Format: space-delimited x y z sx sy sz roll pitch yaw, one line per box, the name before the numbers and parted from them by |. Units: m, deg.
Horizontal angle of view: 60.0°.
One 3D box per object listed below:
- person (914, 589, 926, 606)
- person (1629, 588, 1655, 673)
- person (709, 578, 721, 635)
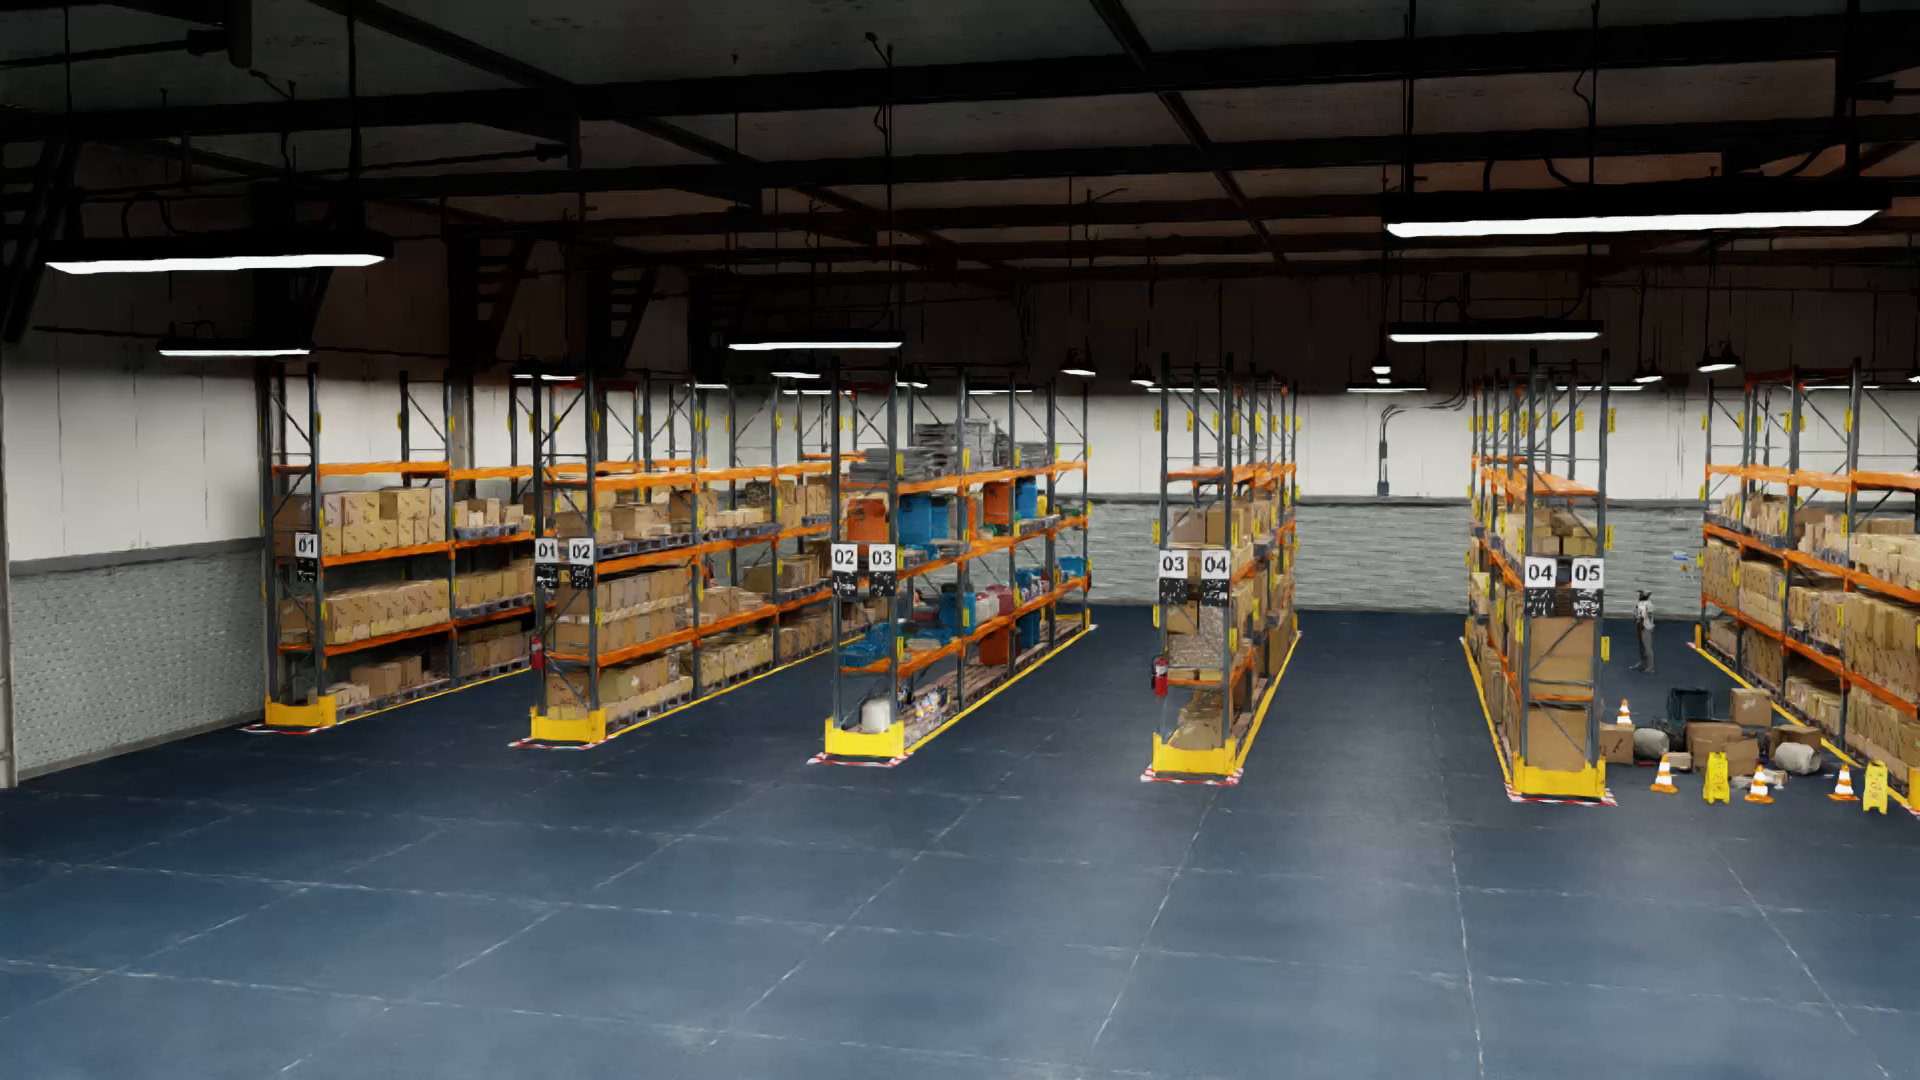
person | -0.864 1.794 34.010 0.447 1.605 1.017 2 4 23
person | 13.729 1.808 33.409 0.560 1.662 0.587 3 5 37
person | -5.316 1.688 35.941 0.543 1.554 1.115 1 4 17
